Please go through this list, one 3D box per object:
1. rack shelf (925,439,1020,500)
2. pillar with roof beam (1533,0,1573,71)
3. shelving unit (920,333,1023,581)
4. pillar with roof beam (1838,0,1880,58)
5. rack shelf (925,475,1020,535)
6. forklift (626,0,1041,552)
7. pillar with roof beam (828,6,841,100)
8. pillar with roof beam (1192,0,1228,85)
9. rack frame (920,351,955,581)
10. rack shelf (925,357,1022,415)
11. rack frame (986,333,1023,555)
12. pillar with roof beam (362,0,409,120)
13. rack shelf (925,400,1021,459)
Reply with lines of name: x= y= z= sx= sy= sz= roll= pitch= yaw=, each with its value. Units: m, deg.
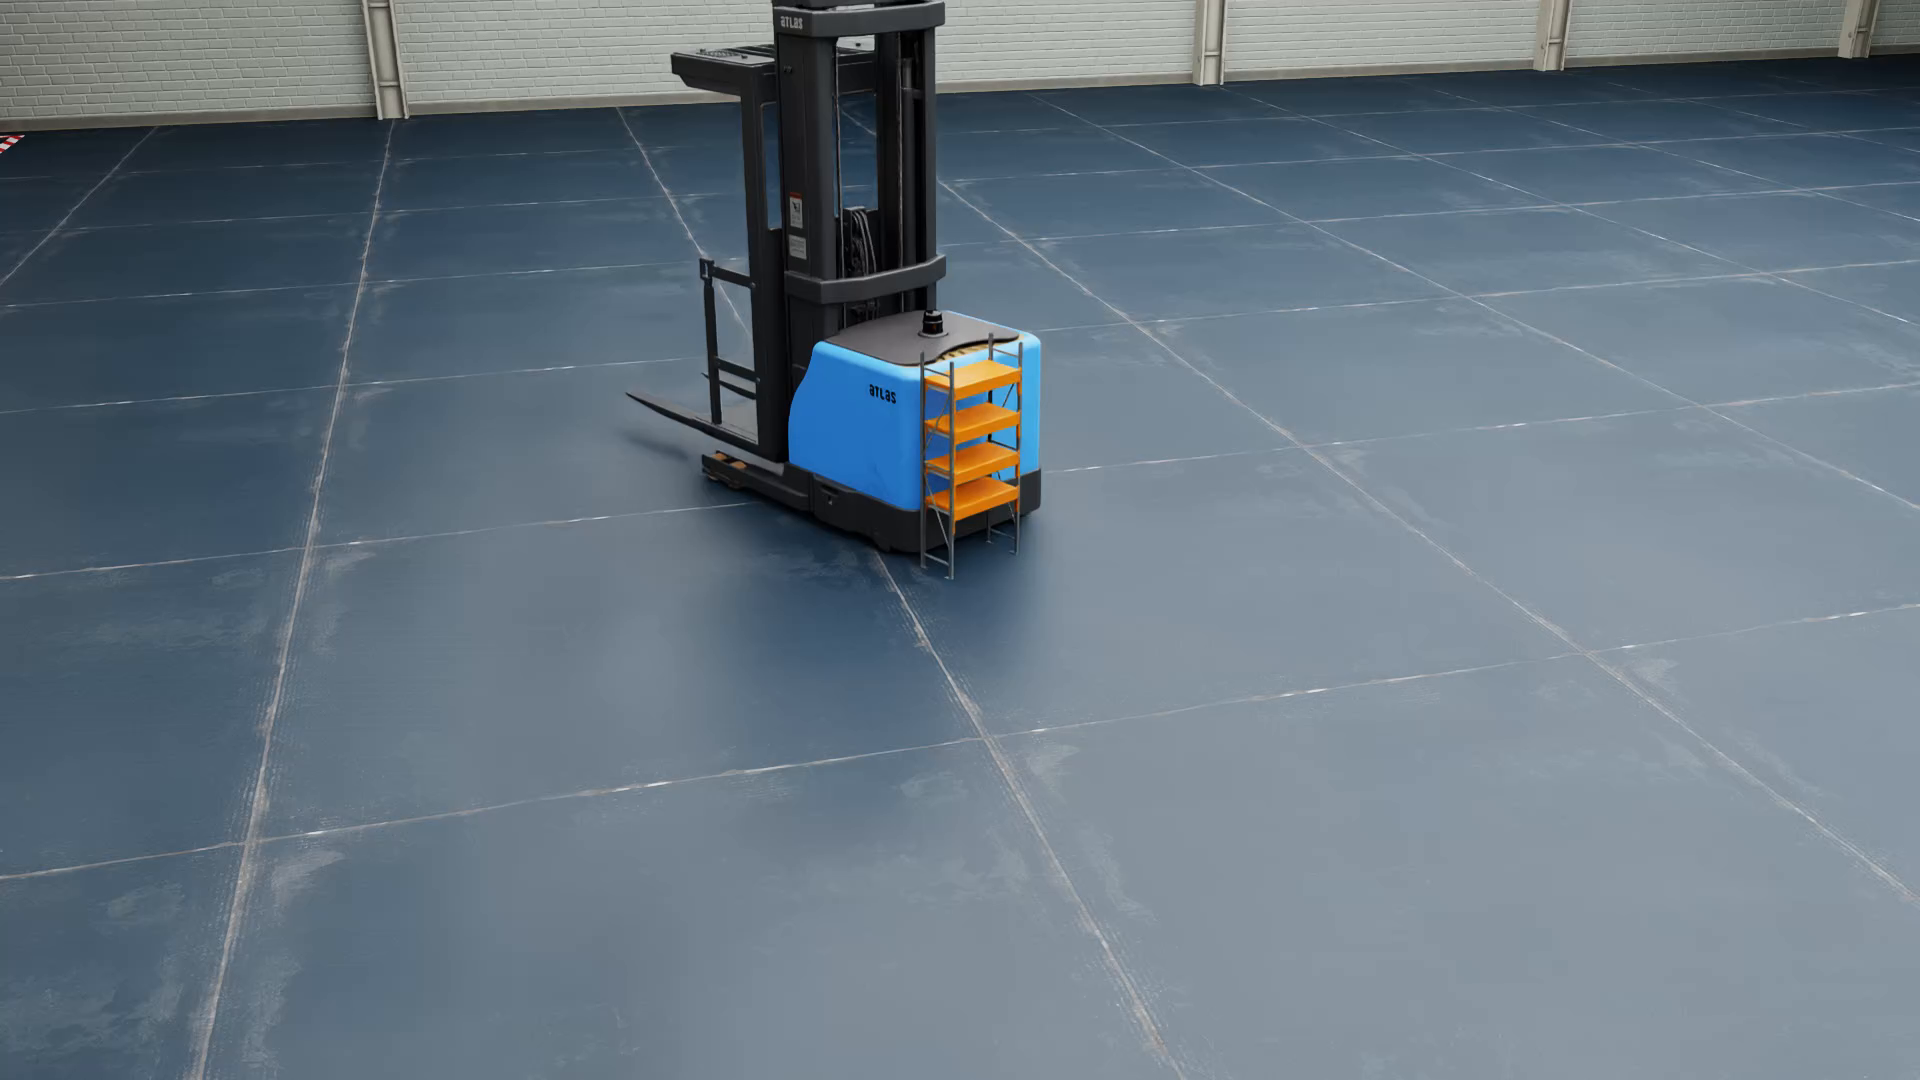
rack shelf: x=0.058 y=-0.376 z=8.772 sx=0.480 sy=0.148 sz=0.258 roll=-21 pitch=31 yaw=-39
pillar with roof beam: x=10.764 y=-10.190 z=21.586 sx=0.400 sy=9.000 sz=9.100 roll=-6 pitch=24 yaw=-14
shelving unit: x=0.059 y=-0.437 z=8.745 sx=0.503 sy=1.200 sz=0.258 roll=-21 pitch=31 yaw=-39
pillar with roof beam: x=16.541 y=-10.829 z=23.075 sx=0.400 sy=9.000 sz=9.100 roll=-6 pitch=24 yaw=-14
rack shelf: x=0.057 y=-0.194 z=8.851 sx=0.480 sy=0.148 sz=0.258 roll=-21 pitch=31 yaw=-39
forklift: x=-0.916 y=-1.772 z=9.663 sx=1.130 sy=2.935 sz=3.031 roll=-21 pitch=31 yaw=-39
pillar with roof beam: x=-0.790 y=-8.912 z=18.607 sx=0.400 sy=9.000 sz=9.100 roll=-6 pitch=24 yaw=-14
pillar with roof beam: x=4.987 y=-9.551 z=20.097 sx=0.400 sy=9.000 sz=9.100 roll=-6 pitch=24 yaw=-14
rack frame: x=-0.118 y=-0.371 z=8.590 sx=0.015 sy=1.200 sz=0.240 roll=-21 pitch=31 yaw=-39
rack shelf: x=0.061 y=-0.798 z=8.587 sx=0.480 sy=0.148 sz=0.258 roll=-21 pitch=31 yaw=-39
rack frame: x=0.236 y=-0.504 z=8.899 sx=0.015 sy=1.200 sz=0.240 roll=-21 pitch=31 yaw=-39
pillar with roof beam: x=-6.567 y=-8.273 z=17.118 sx=0.400 sy=9.000 sz=9.100 roll=-6 pitch=24 yaw=-14
rack shelf: x=0.060 y=-0.581 z=8.682 sx=0.480 sy=0.148 sz=0.258 roll=-21 pitch=31 yaw=-39
